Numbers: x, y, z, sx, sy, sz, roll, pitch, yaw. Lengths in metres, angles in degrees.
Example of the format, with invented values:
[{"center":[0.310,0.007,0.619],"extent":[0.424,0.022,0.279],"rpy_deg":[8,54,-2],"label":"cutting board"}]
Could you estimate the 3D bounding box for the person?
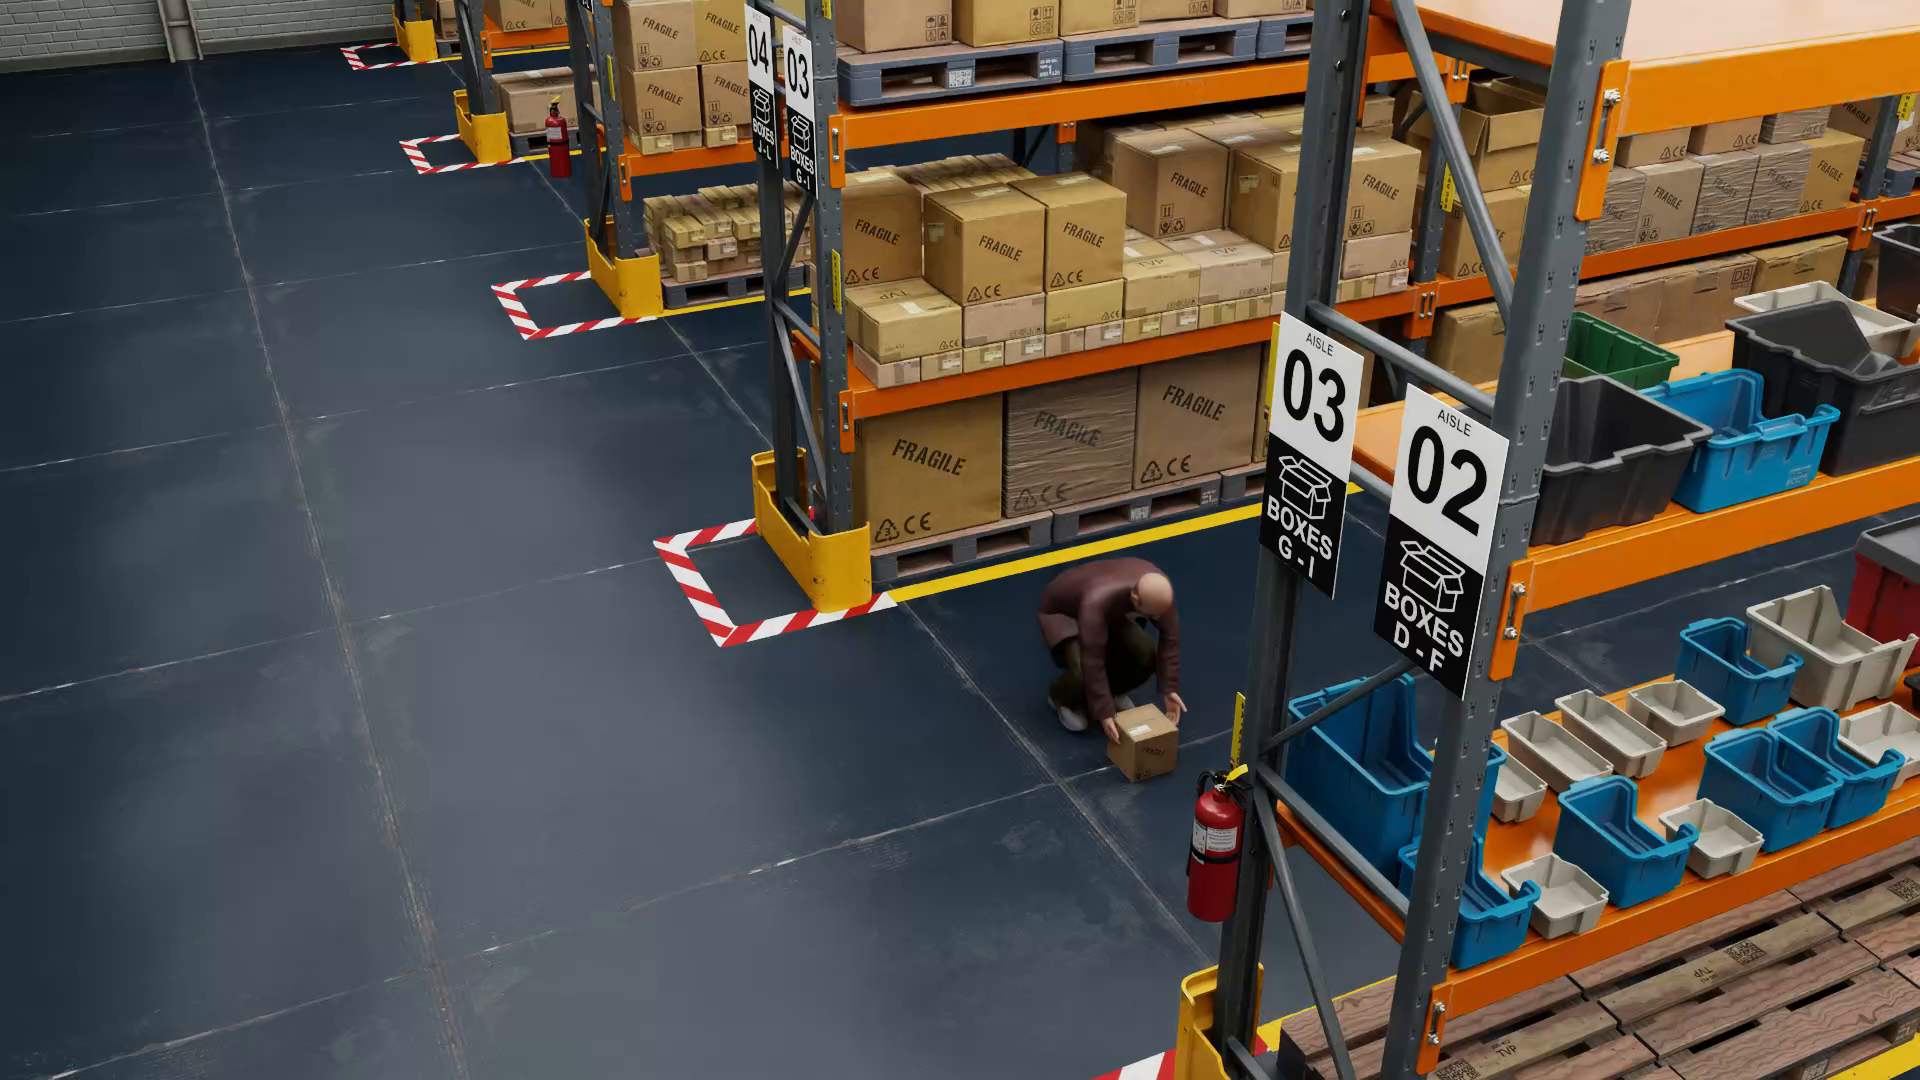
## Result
[{"center":[0.752,0.569,8.374],"extent":[0.600,0.886,0.901],"rpy_deg":[-13,32,-22],"label":"person"}]
